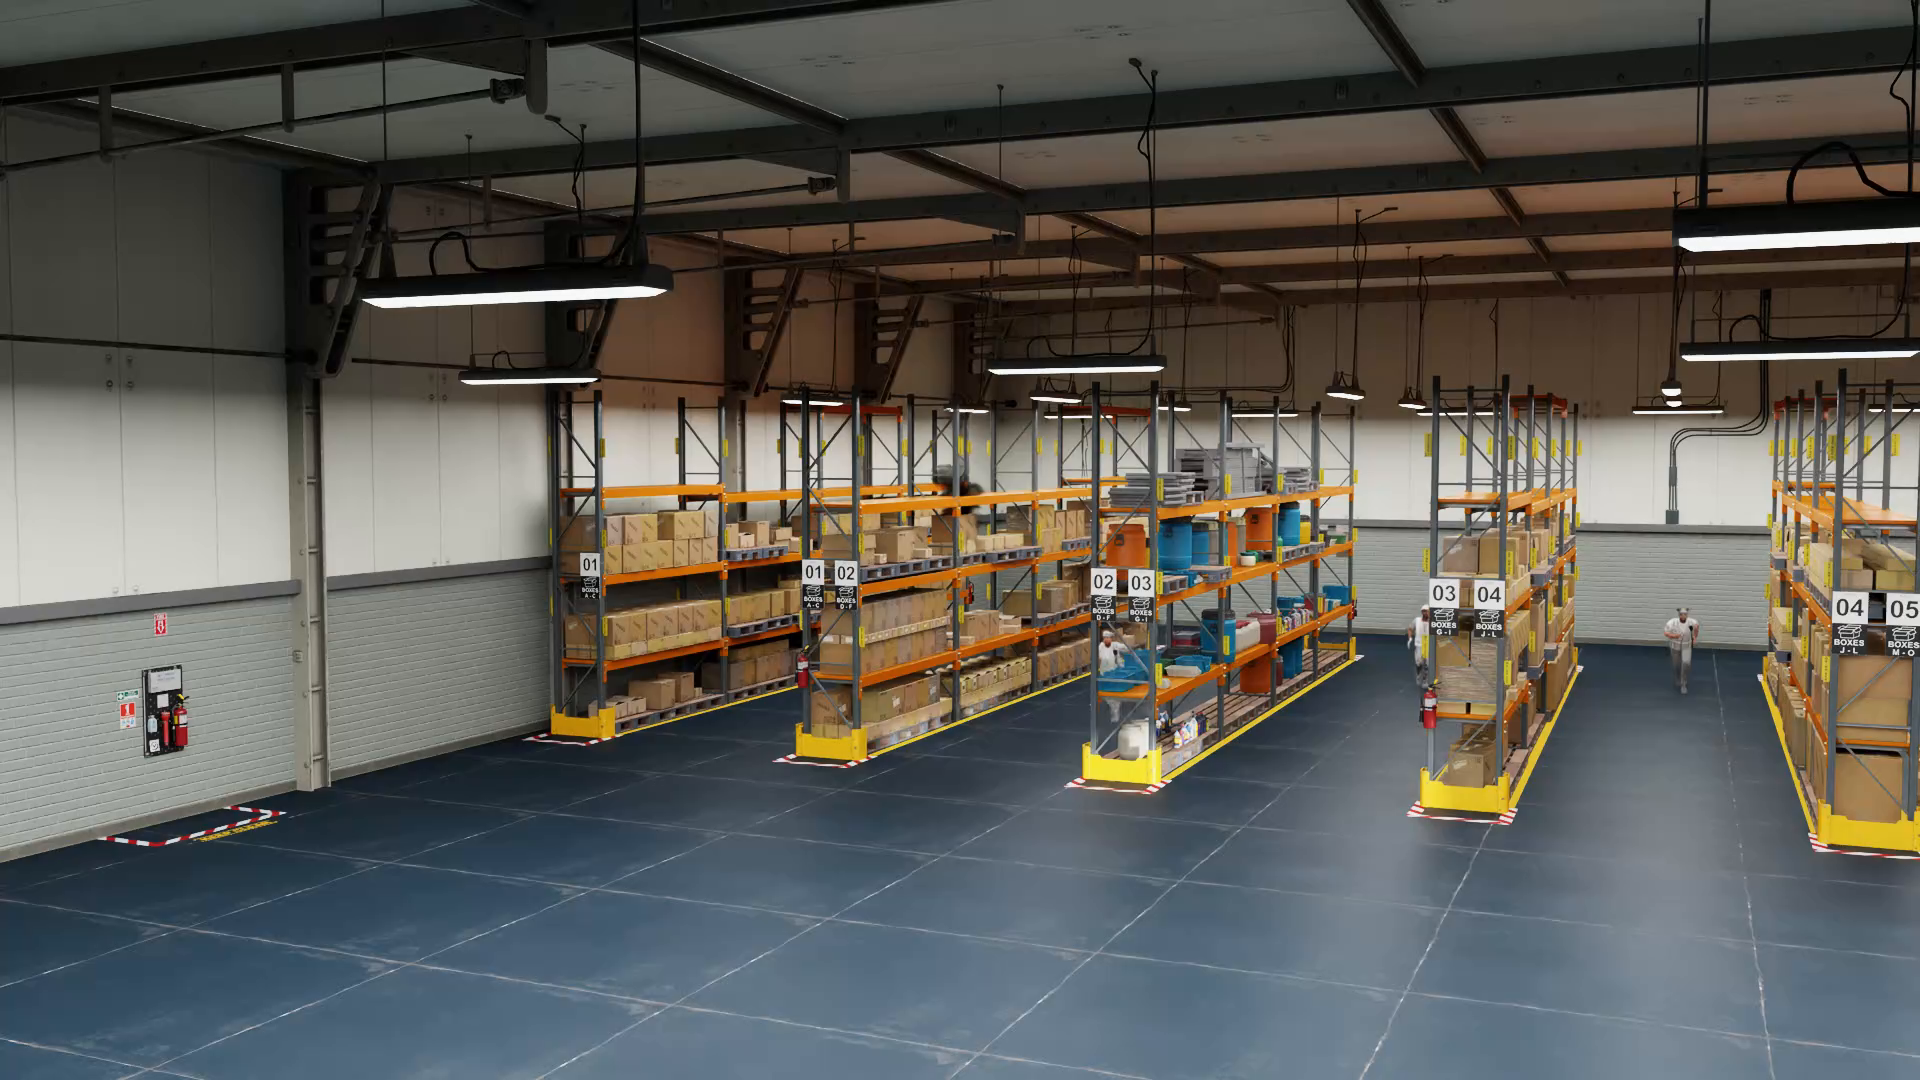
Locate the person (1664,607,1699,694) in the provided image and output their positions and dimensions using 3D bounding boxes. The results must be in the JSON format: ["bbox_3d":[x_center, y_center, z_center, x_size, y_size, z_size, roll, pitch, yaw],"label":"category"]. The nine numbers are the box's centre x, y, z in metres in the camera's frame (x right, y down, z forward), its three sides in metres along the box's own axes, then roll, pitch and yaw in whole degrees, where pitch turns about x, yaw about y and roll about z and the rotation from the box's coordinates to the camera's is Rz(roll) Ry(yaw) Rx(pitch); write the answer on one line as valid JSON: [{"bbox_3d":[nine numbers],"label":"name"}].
[{"bbox_3d":[14.883,2.252,34.333,0.658,1.795,1.015,1,3,24],"label":"person"}]

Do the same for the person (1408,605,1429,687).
[{"bbox_3d":[9.636,2.214,34.483,0.681,1.739,0.624,1,3,16],"label":"person"}]

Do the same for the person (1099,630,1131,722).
[{"bbox_3d":[2.619,2.359,28.812,0.590,1.619,0.782,2,4,27],"label":"person"}]
